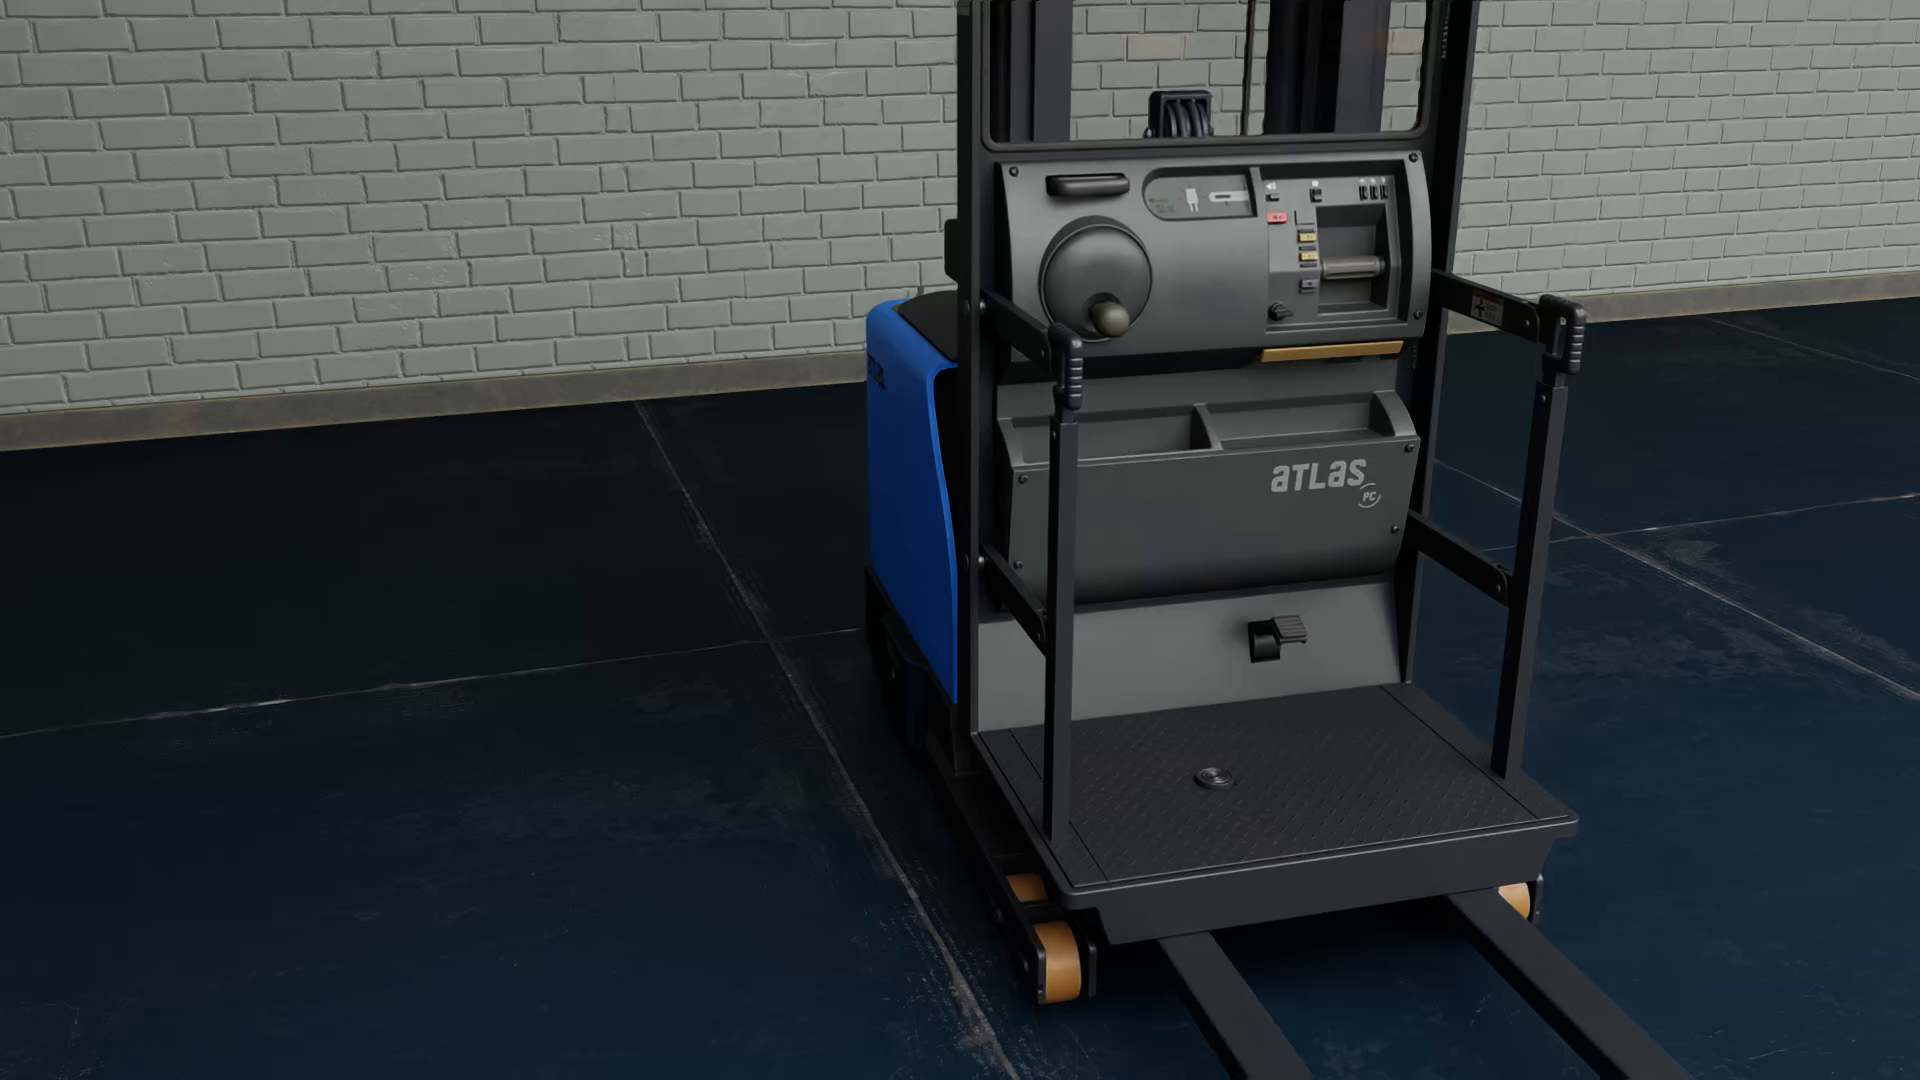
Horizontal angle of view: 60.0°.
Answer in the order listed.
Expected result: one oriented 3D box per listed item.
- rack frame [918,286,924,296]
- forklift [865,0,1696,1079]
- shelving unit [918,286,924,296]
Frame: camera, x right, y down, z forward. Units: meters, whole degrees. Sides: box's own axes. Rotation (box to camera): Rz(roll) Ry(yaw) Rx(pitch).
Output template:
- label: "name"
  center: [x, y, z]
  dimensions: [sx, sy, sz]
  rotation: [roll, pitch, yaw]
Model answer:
- label: "rack frame"
  center: [-0.029, -0.454, 5.848]
  dimensions: [0.240, 0.900, 0.006]
  rotation: [-6, 21, -17]
- label: "forklift"
  center: [0.595, -0.594, 3.236]
  dimensions: [1.130, 2.935, 3.031]
  rotation: [-5, 20, -14]
- label: "shelving unit"
  center: [0.003, -0.421, 5.757]
  dimensions: [0.258, 0.900, 0.210]
  rotation: [-6, 21, -17]
